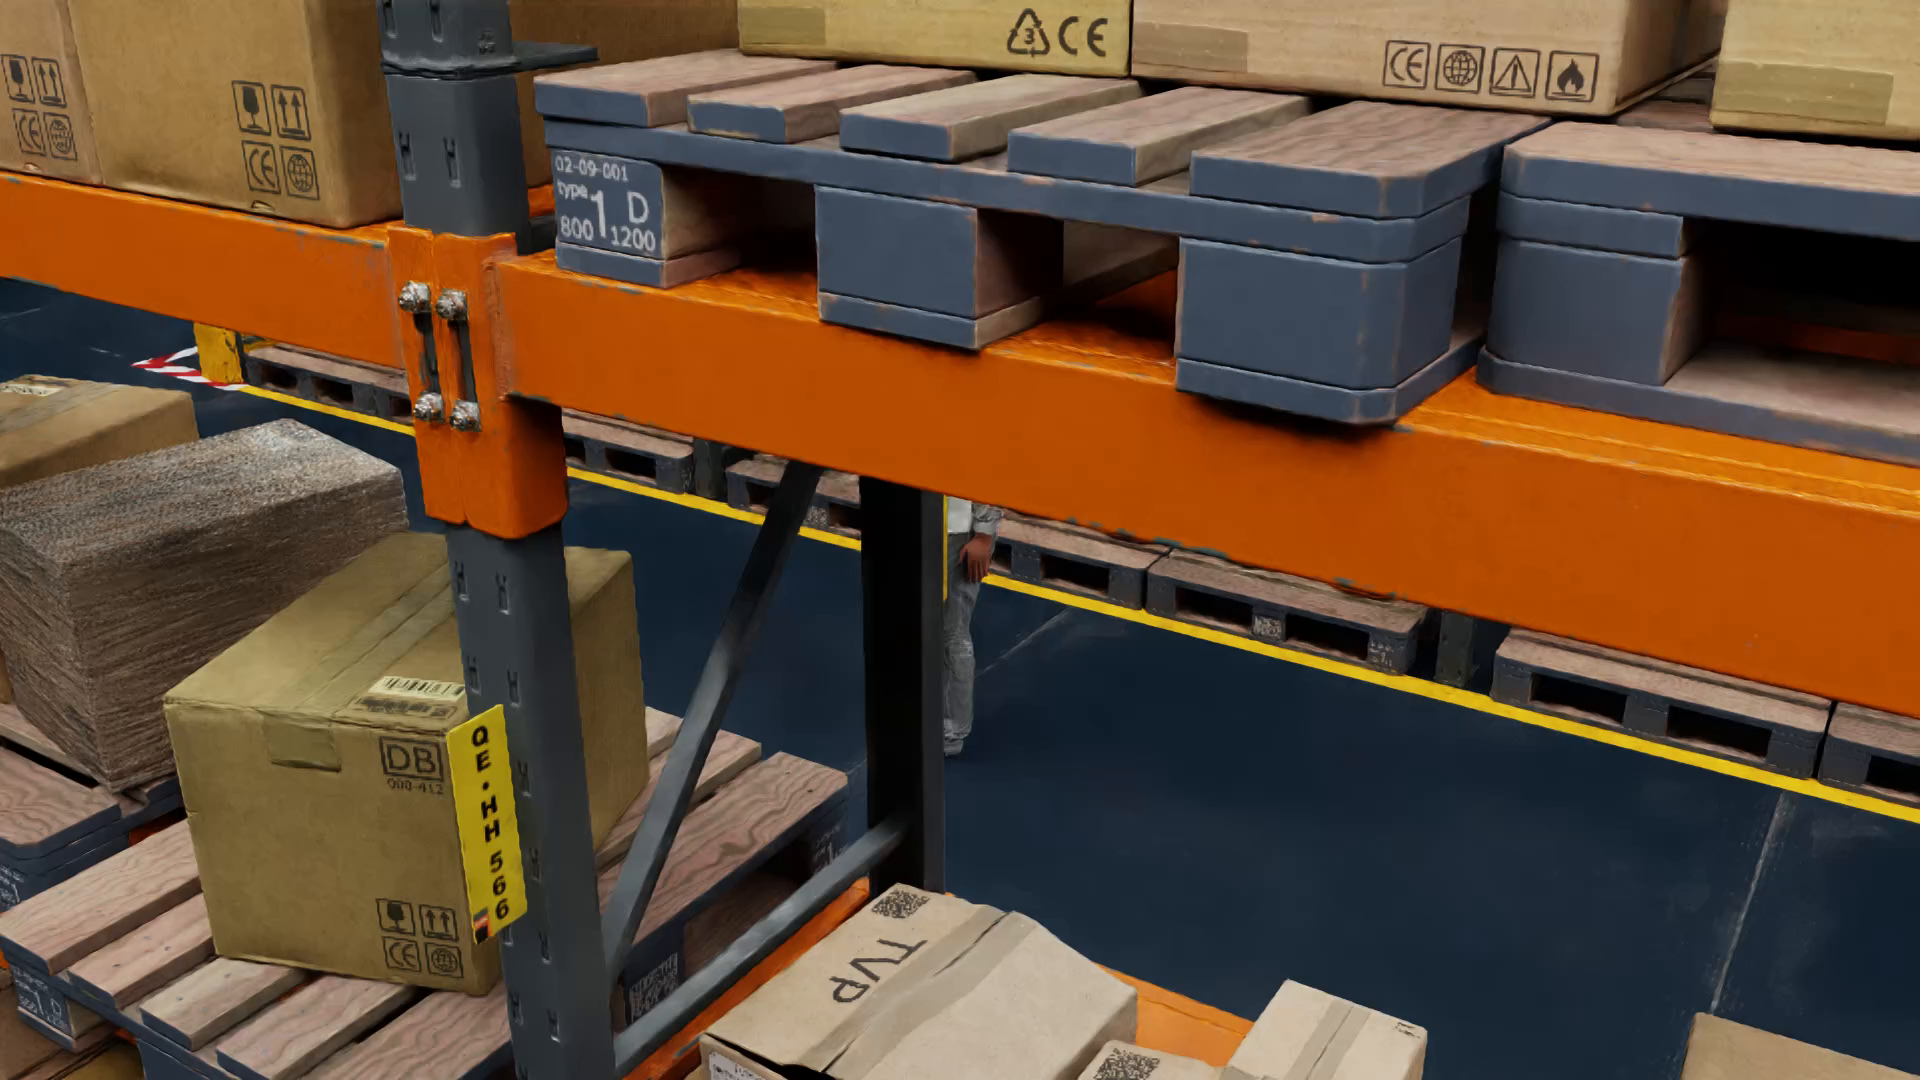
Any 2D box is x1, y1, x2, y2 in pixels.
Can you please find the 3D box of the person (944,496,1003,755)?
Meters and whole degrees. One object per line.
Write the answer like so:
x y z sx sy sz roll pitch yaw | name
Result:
-0.112 -0.076 6.207 0.491 1.776 0.570 -10 25 -22 | person
